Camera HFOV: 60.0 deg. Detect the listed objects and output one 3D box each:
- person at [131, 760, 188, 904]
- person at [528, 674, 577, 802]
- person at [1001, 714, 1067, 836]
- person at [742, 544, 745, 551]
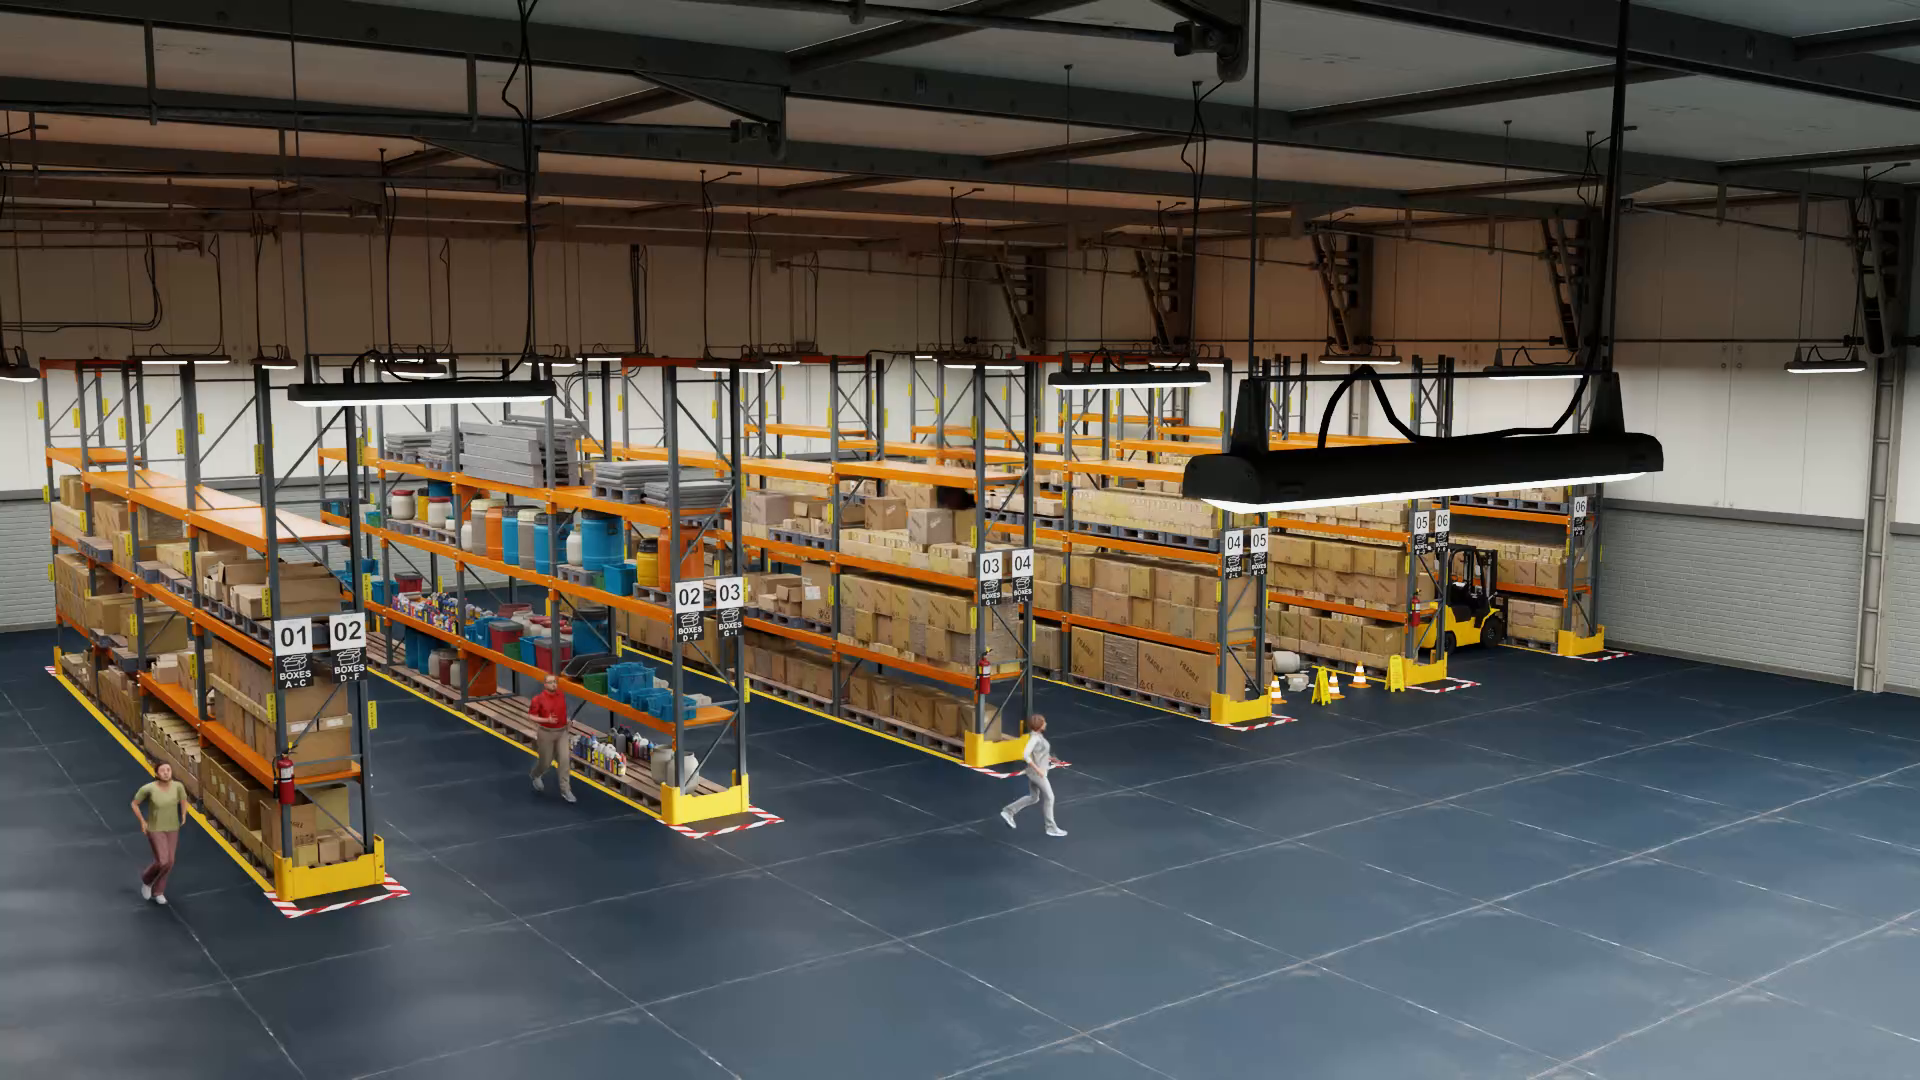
[{"bbox_3d":[-8.961,3.287,18.757,0.529,1.639,0.567,6,9,43],"label":"person"},{"bbox_3d":[-5.632,2.703,22.965,0.661,1.721,0.973,-6,9,-42],"label":"person"},{"bbox_3d":[0.947,2.997,21.201,0.855,1.586,0.559,0,7,-1],"label":"person"},{"bbox_3d":[-5.393,0.516,41.472,0.623,1.735,0.711,-5,8,-34],"label":"person"}]
